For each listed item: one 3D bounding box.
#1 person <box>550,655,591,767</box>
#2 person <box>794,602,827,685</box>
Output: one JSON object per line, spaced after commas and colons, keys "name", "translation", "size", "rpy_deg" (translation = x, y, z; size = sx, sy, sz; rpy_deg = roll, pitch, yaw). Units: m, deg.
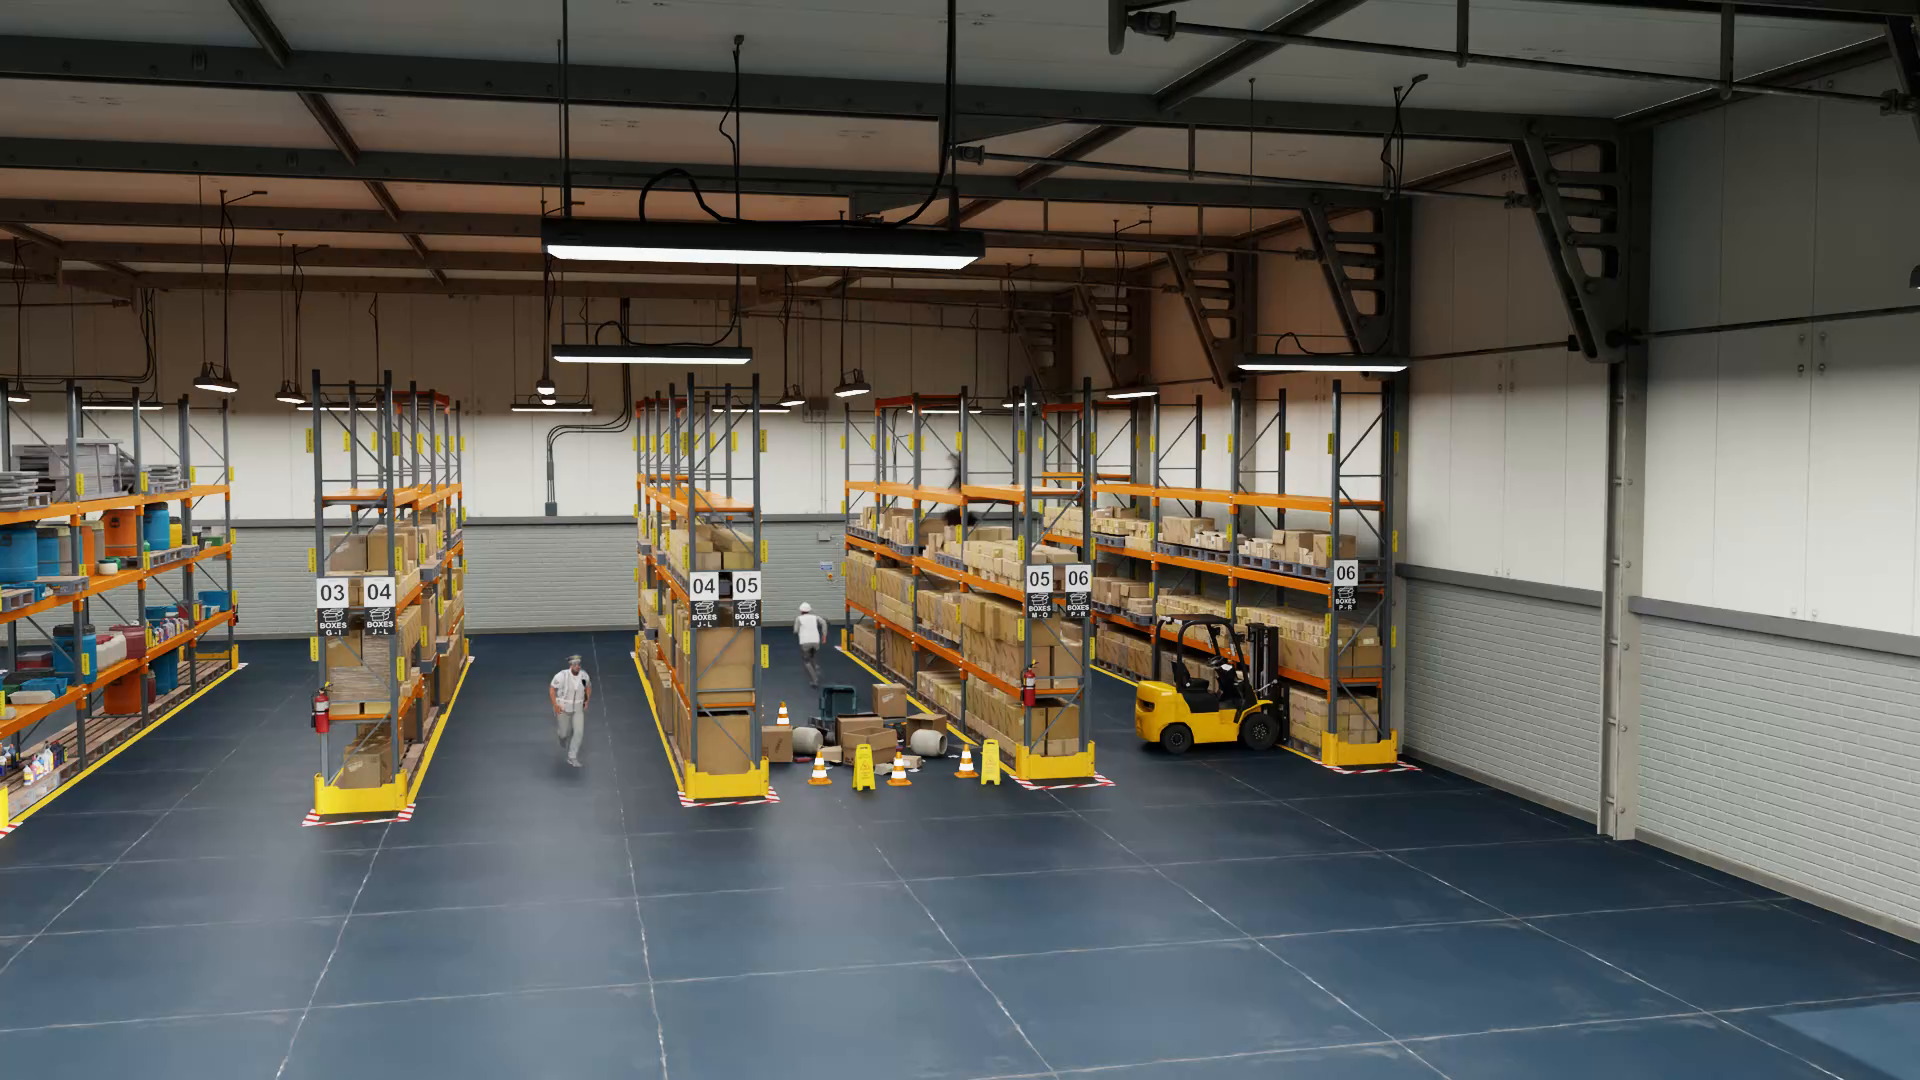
{"name": "person", "translation": [-6.125, 2.656, 26.139], "size": [0.676, 1.764, 0.846], "rpy_deg": [-2, 4, -29]}
{"name": "person", "translation": [-3.154, 2.157, 34.645], "size": [0.643, 1.699, 0.738], "rpy_deg": [-2, 4, -33]}
